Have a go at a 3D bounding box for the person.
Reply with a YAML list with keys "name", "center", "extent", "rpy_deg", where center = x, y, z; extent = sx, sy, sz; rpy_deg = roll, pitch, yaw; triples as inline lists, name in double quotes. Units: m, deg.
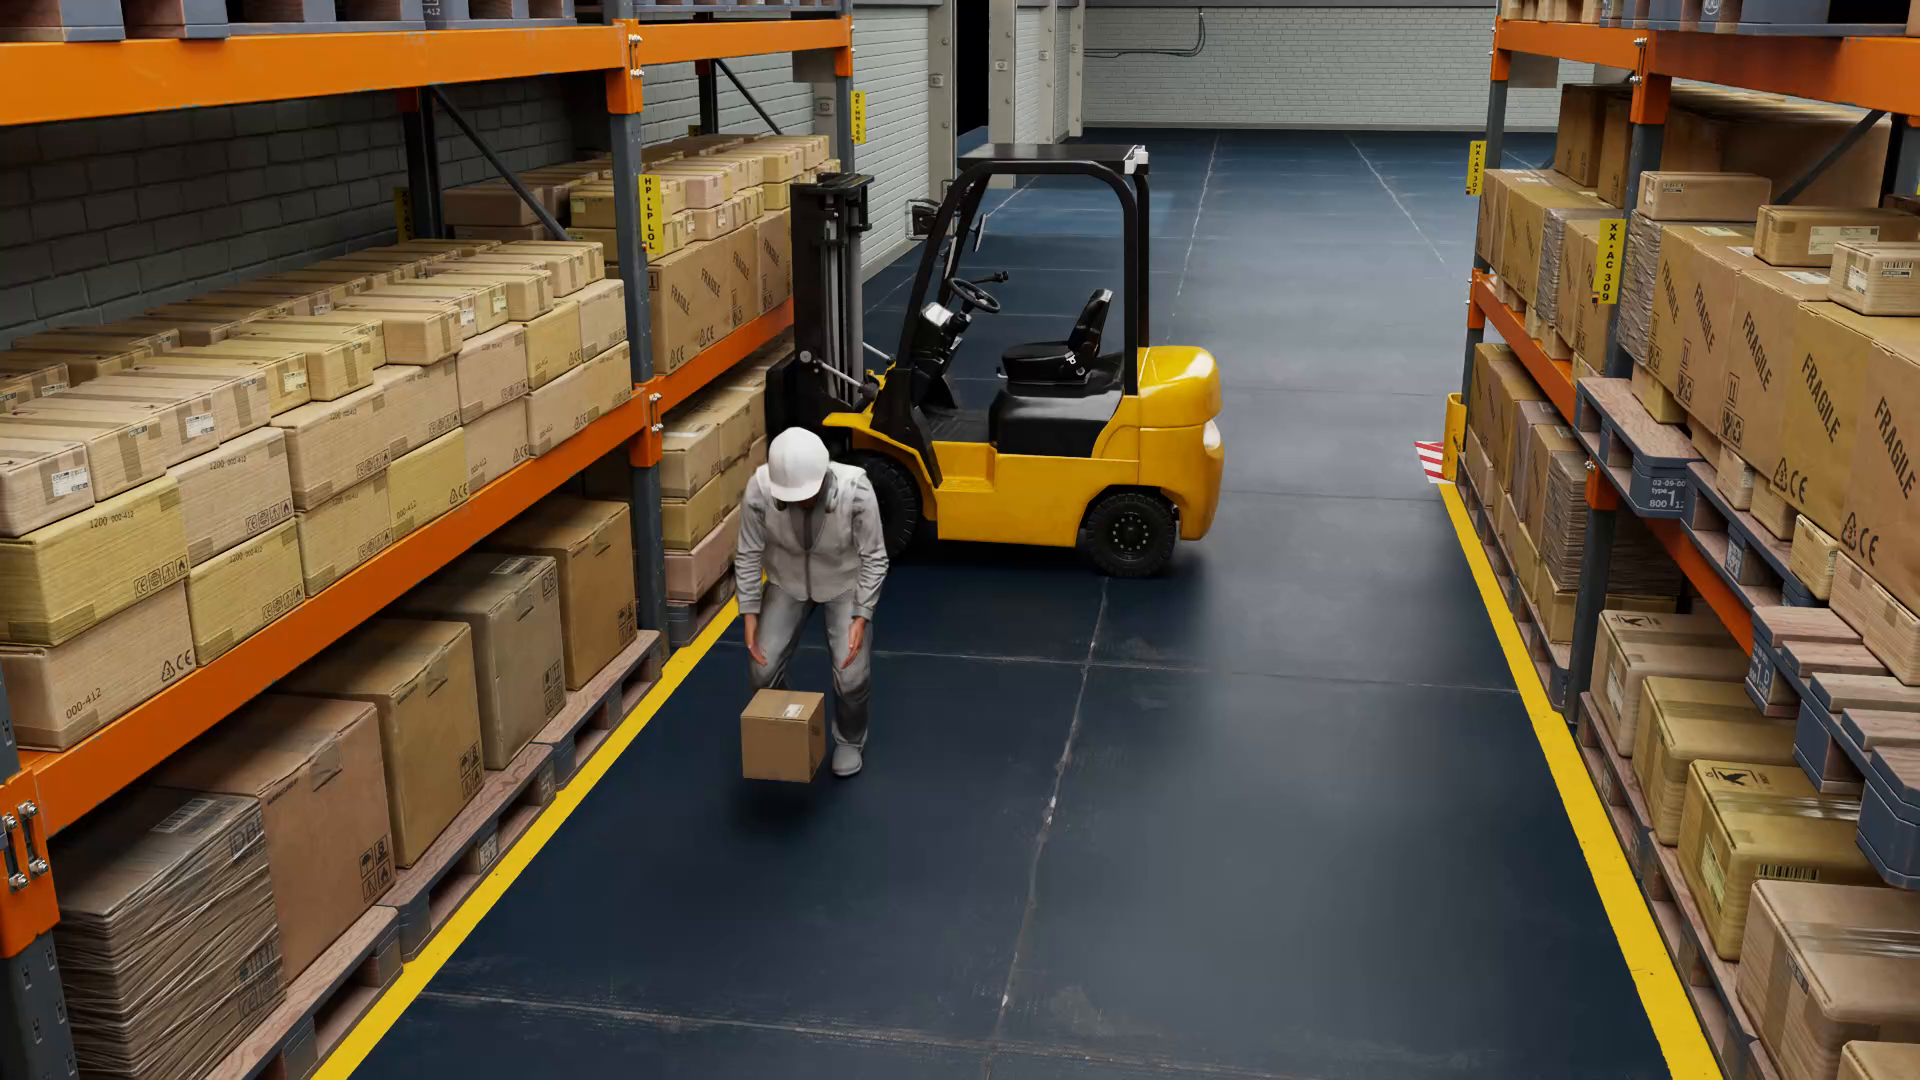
- name: "person"
  center: [-0.547, 0.215, 6.376]
  extent: [0.592, 1.450, 0.752]
  rpy_deg: [3, 18, 9]
